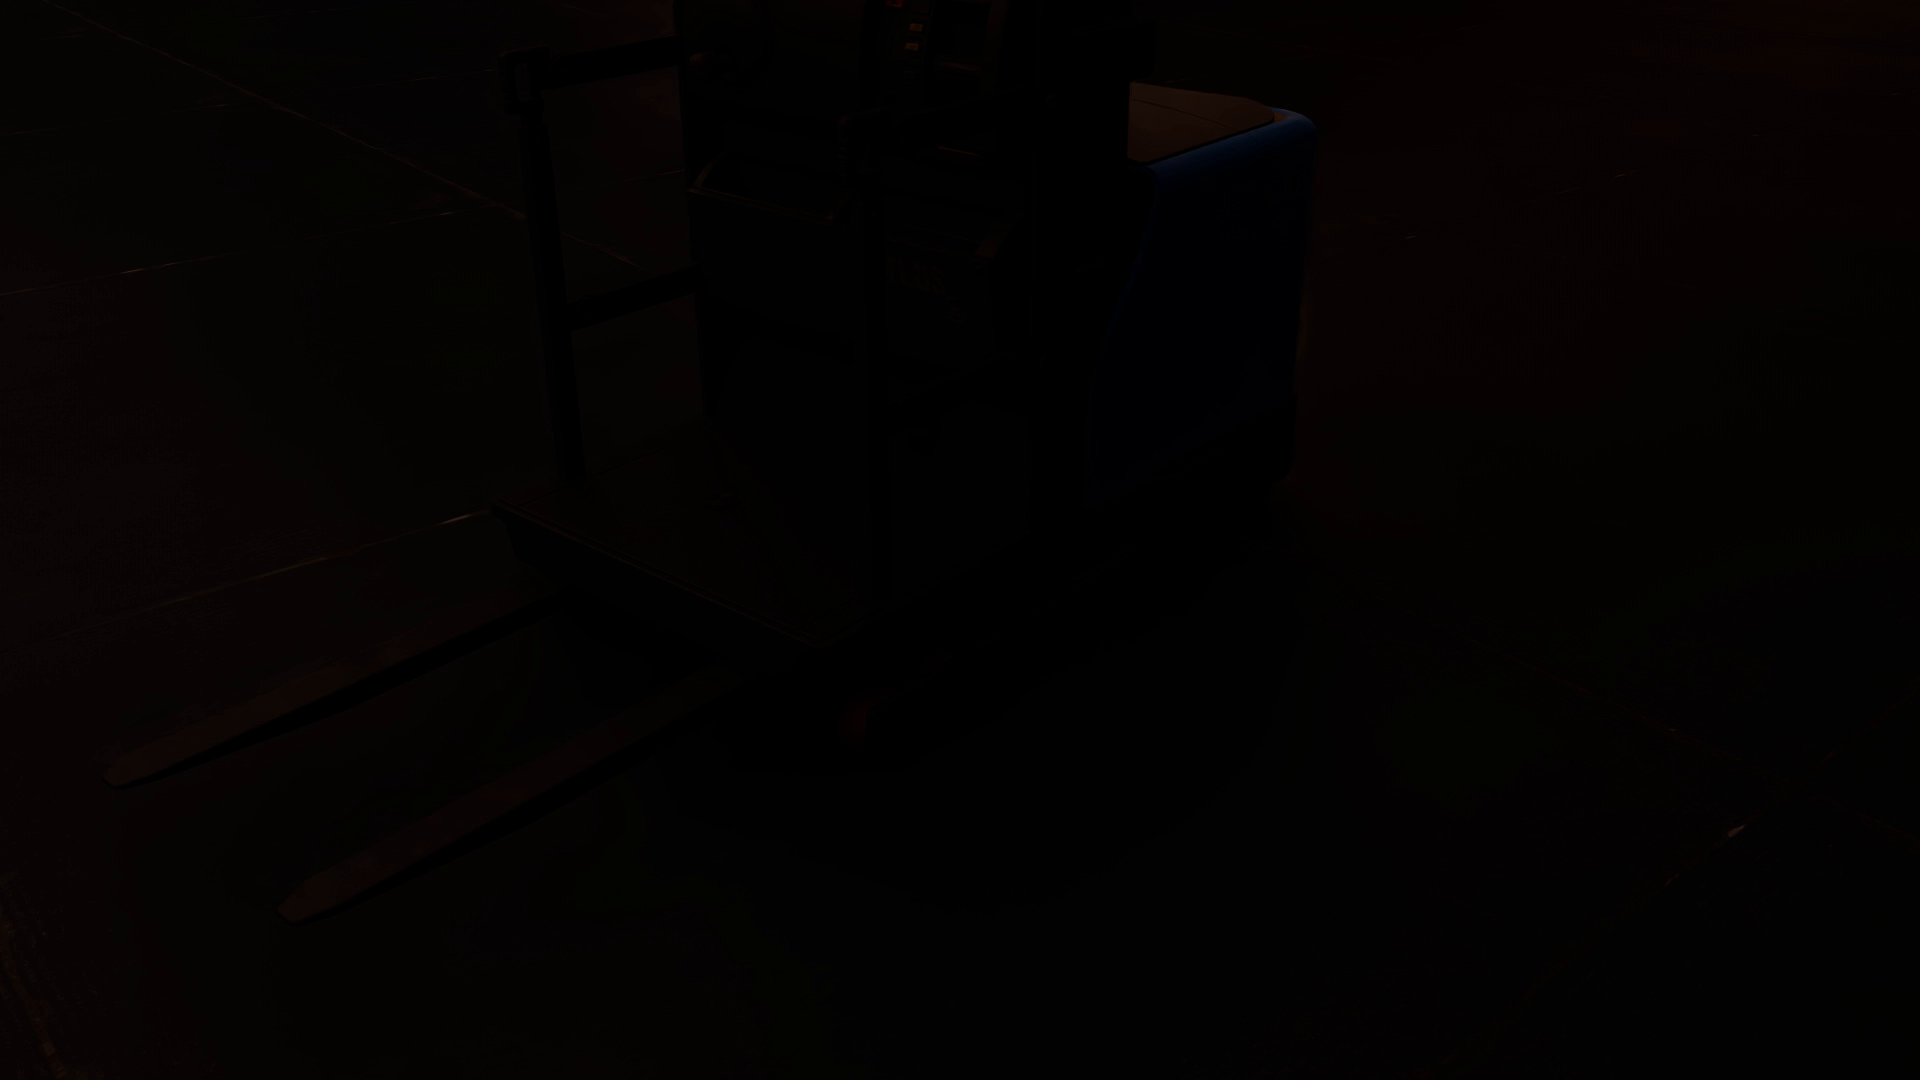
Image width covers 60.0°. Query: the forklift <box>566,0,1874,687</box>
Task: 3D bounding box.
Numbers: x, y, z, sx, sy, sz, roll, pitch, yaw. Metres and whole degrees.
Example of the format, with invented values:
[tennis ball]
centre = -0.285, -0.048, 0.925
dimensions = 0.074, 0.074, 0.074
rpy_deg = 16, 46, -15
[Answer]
[forklift]
centre = 0.621, -1.242, 3.707
dimensions = 3.031, 2.935, 1.130
rpy_deg = 9, 28, 17
